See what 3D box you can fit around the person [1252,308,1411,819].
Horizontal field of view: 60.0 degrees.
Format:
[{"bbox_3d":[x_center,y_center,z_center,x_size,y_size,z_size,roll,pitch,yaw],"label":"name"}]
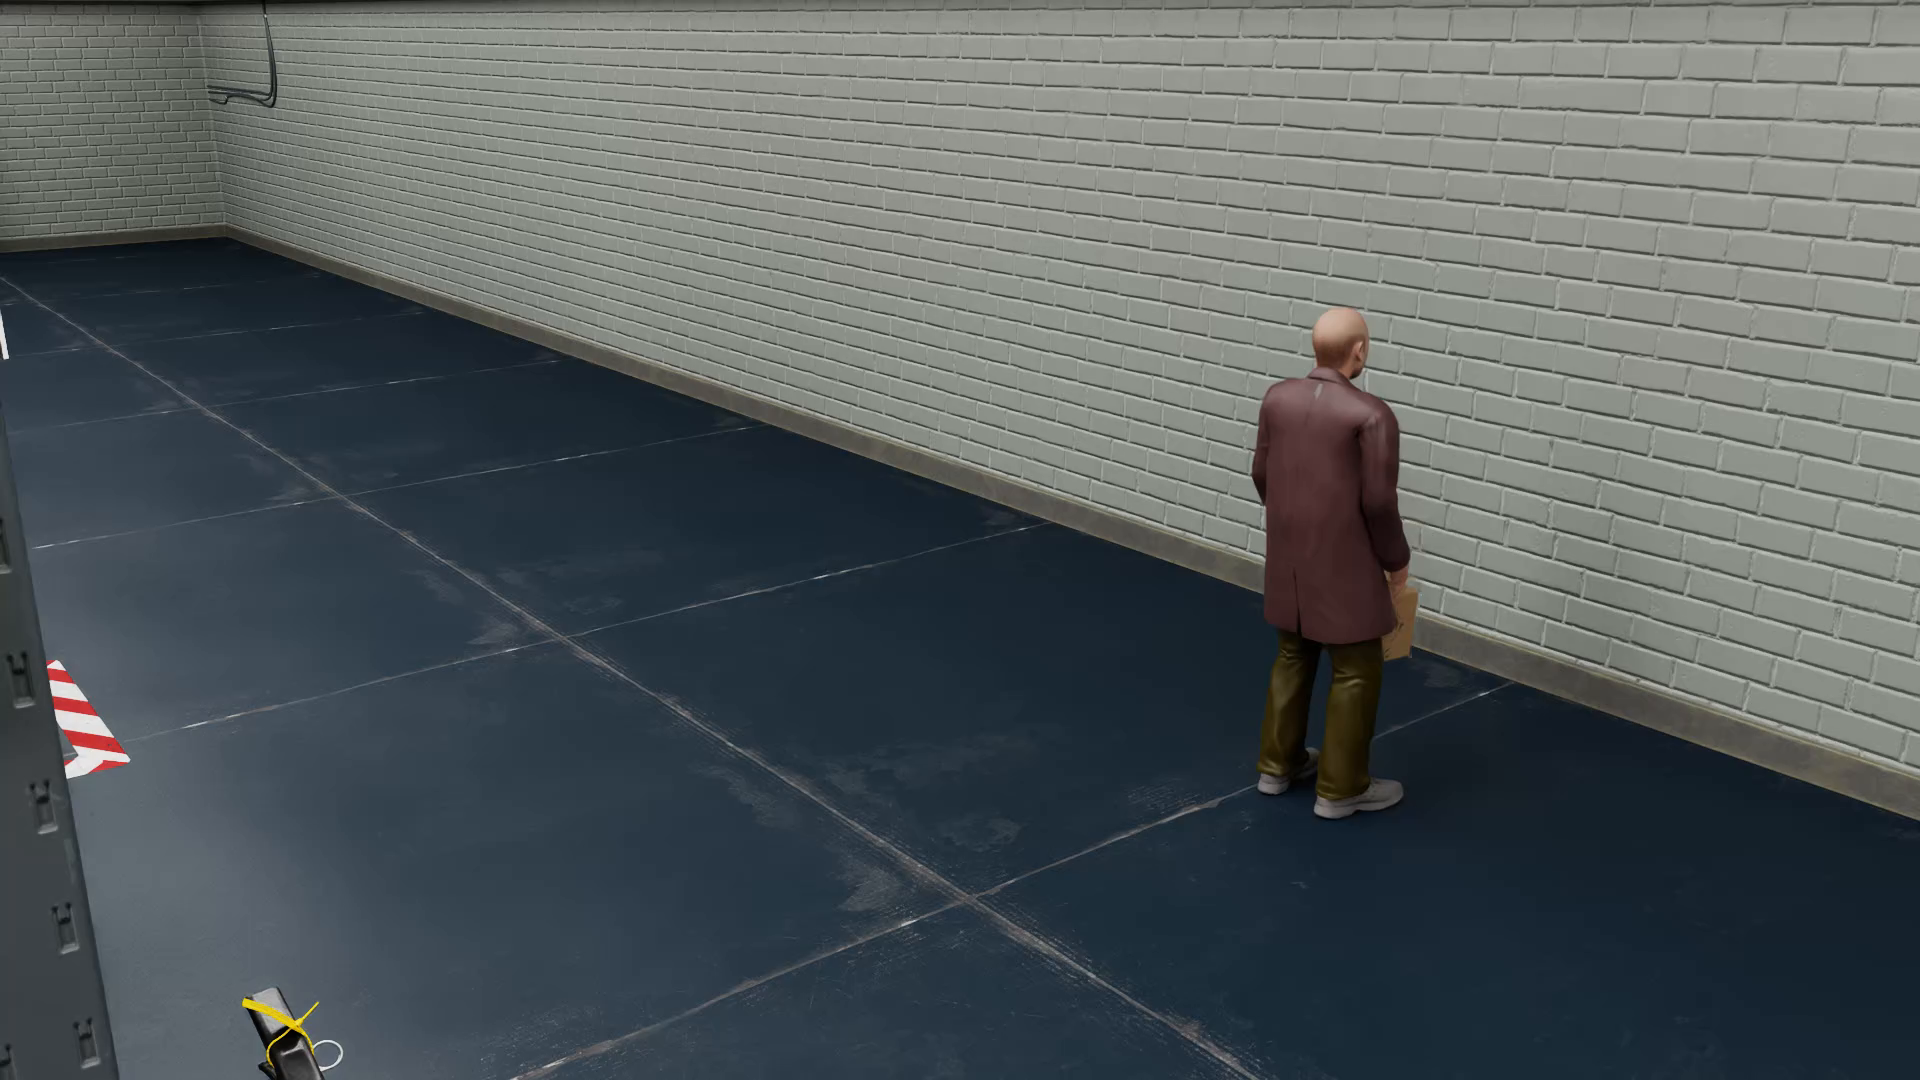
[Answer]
[{"bbox_3d":[1.288,0.074,5.830,0.425,1.779,0.587,-14,22,-38],"label":"person"}]
